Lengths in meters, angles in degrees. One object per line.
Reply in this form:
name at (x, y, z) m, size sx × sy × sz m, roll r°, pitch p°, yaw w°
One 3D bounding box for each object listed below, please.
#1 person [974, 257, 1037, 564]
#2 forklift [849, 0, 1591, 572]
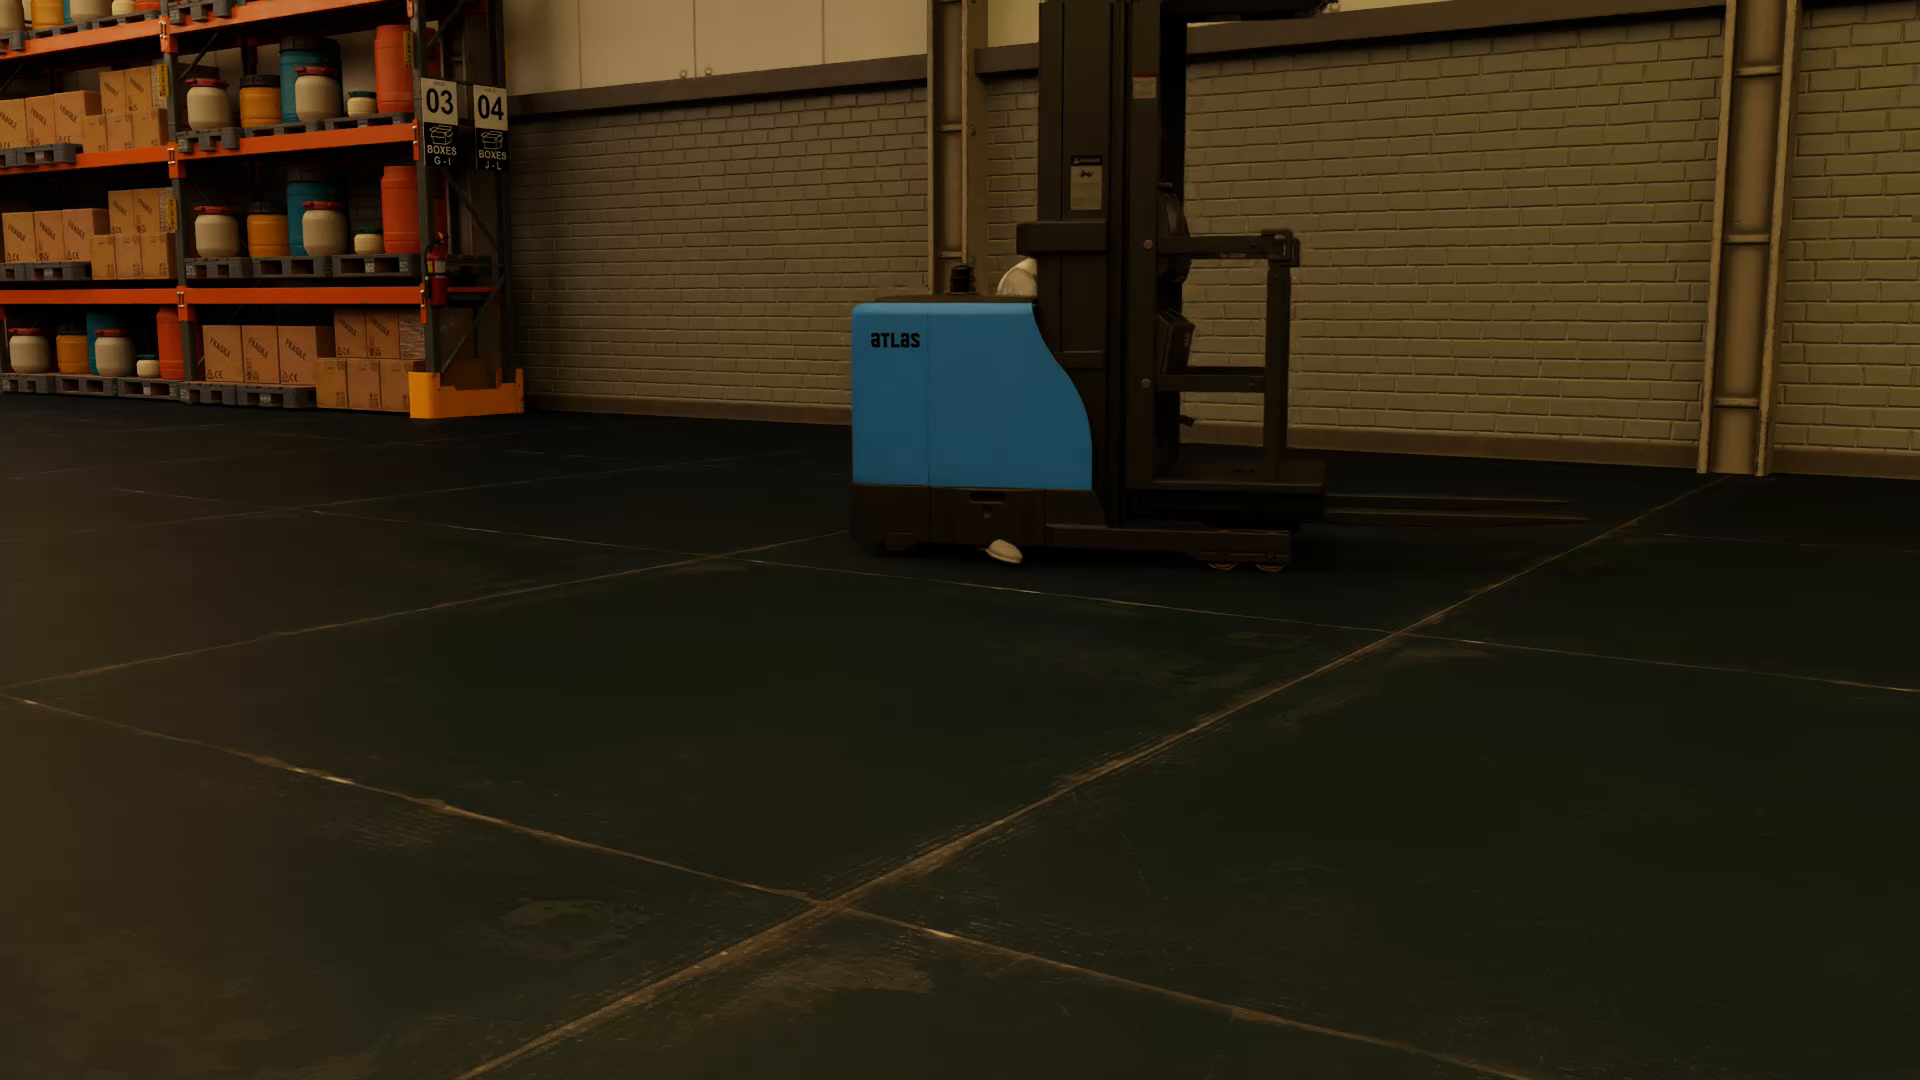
person at (0.471, -0.734, 7.423) m, size 0.799 × 1.488 × 1.513 m, roll 5°, pitch 9°, yaw 30°
forklift at (1.098, -1.404, 7.063) m, size 3.031 × 2.935 × 1.130 m, roll 2°, pitch 8°, yaw 13°
